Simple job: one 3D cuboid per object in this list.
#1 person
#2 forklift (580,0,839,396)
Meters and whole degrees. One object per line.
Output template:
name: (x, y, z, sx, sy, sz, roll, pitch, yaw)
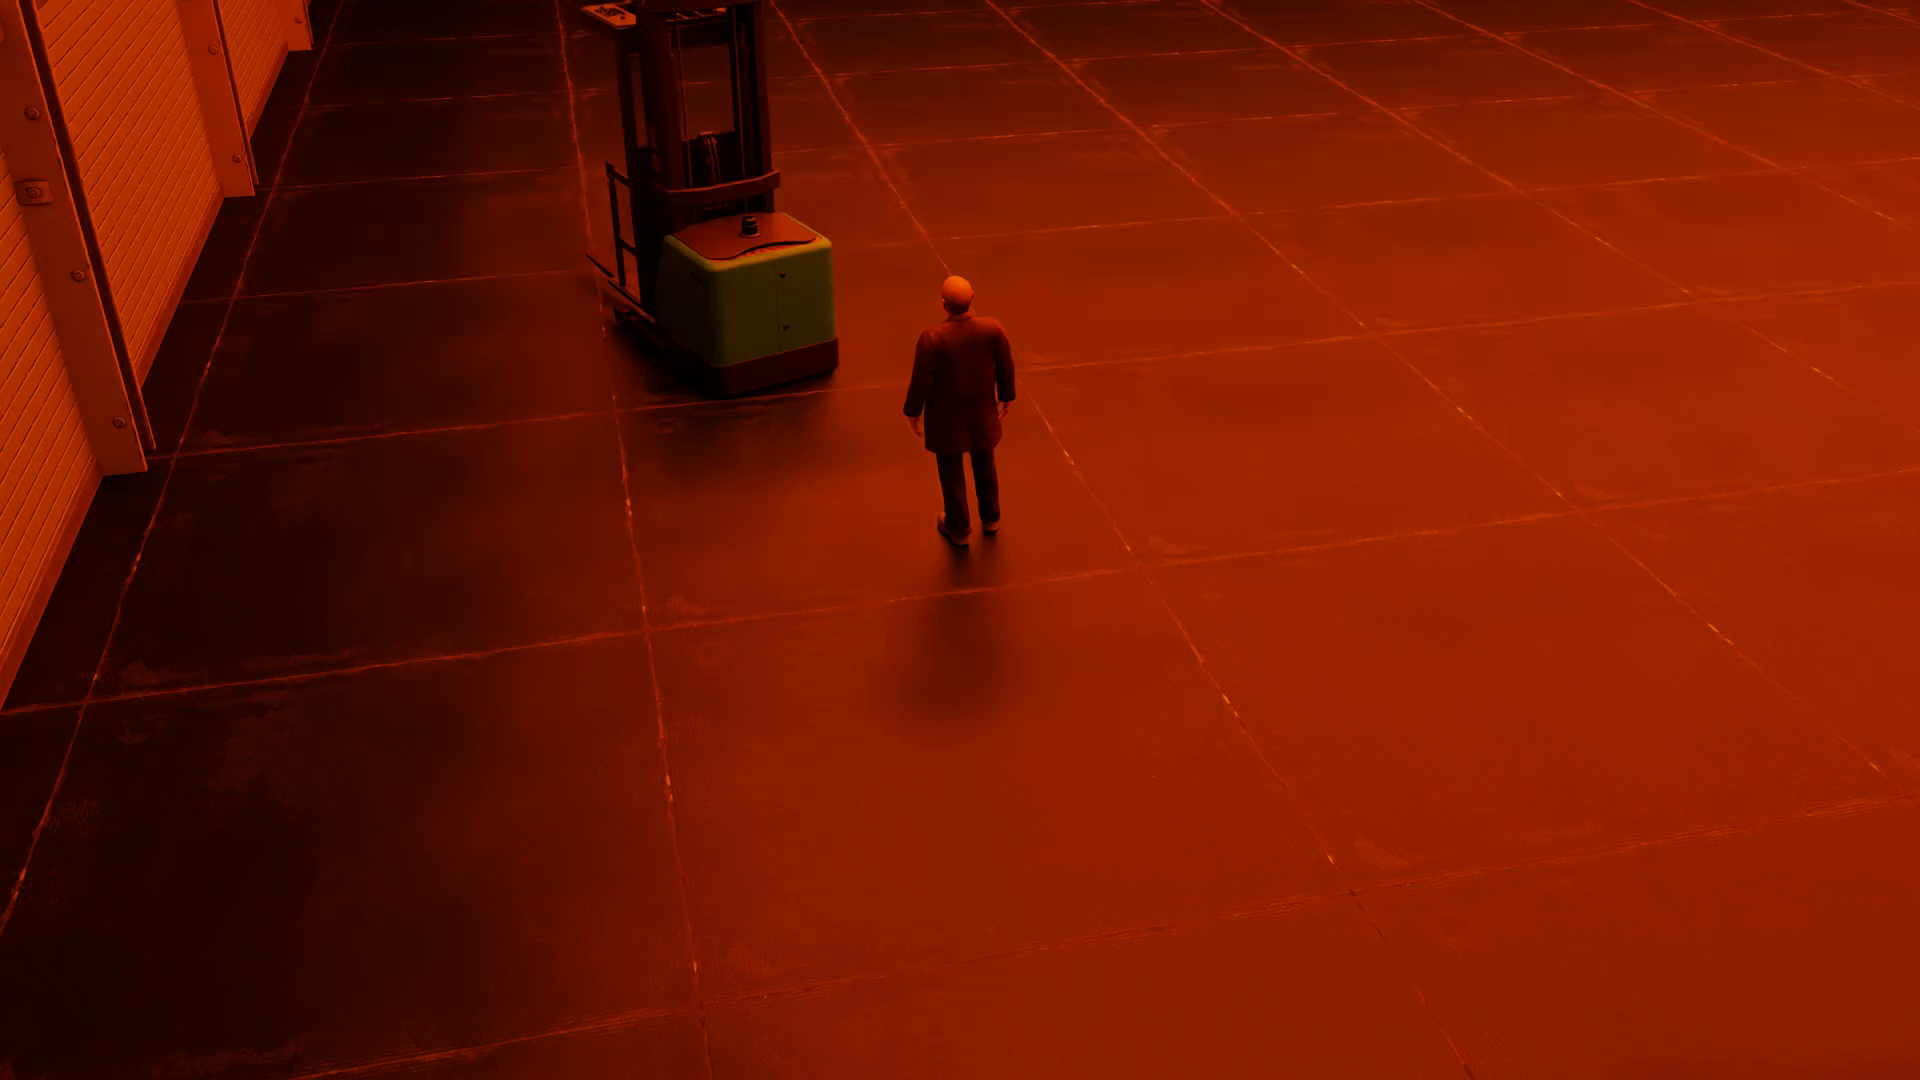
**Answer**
person: (-0.018, -0.815, 10.132, 0.698, 1.764, 0.579, -7, 31, -12)
forklift: (-2.137, -3.017, 12.787, 1.130, 2.935, 3.031, -18, 34, -28)
